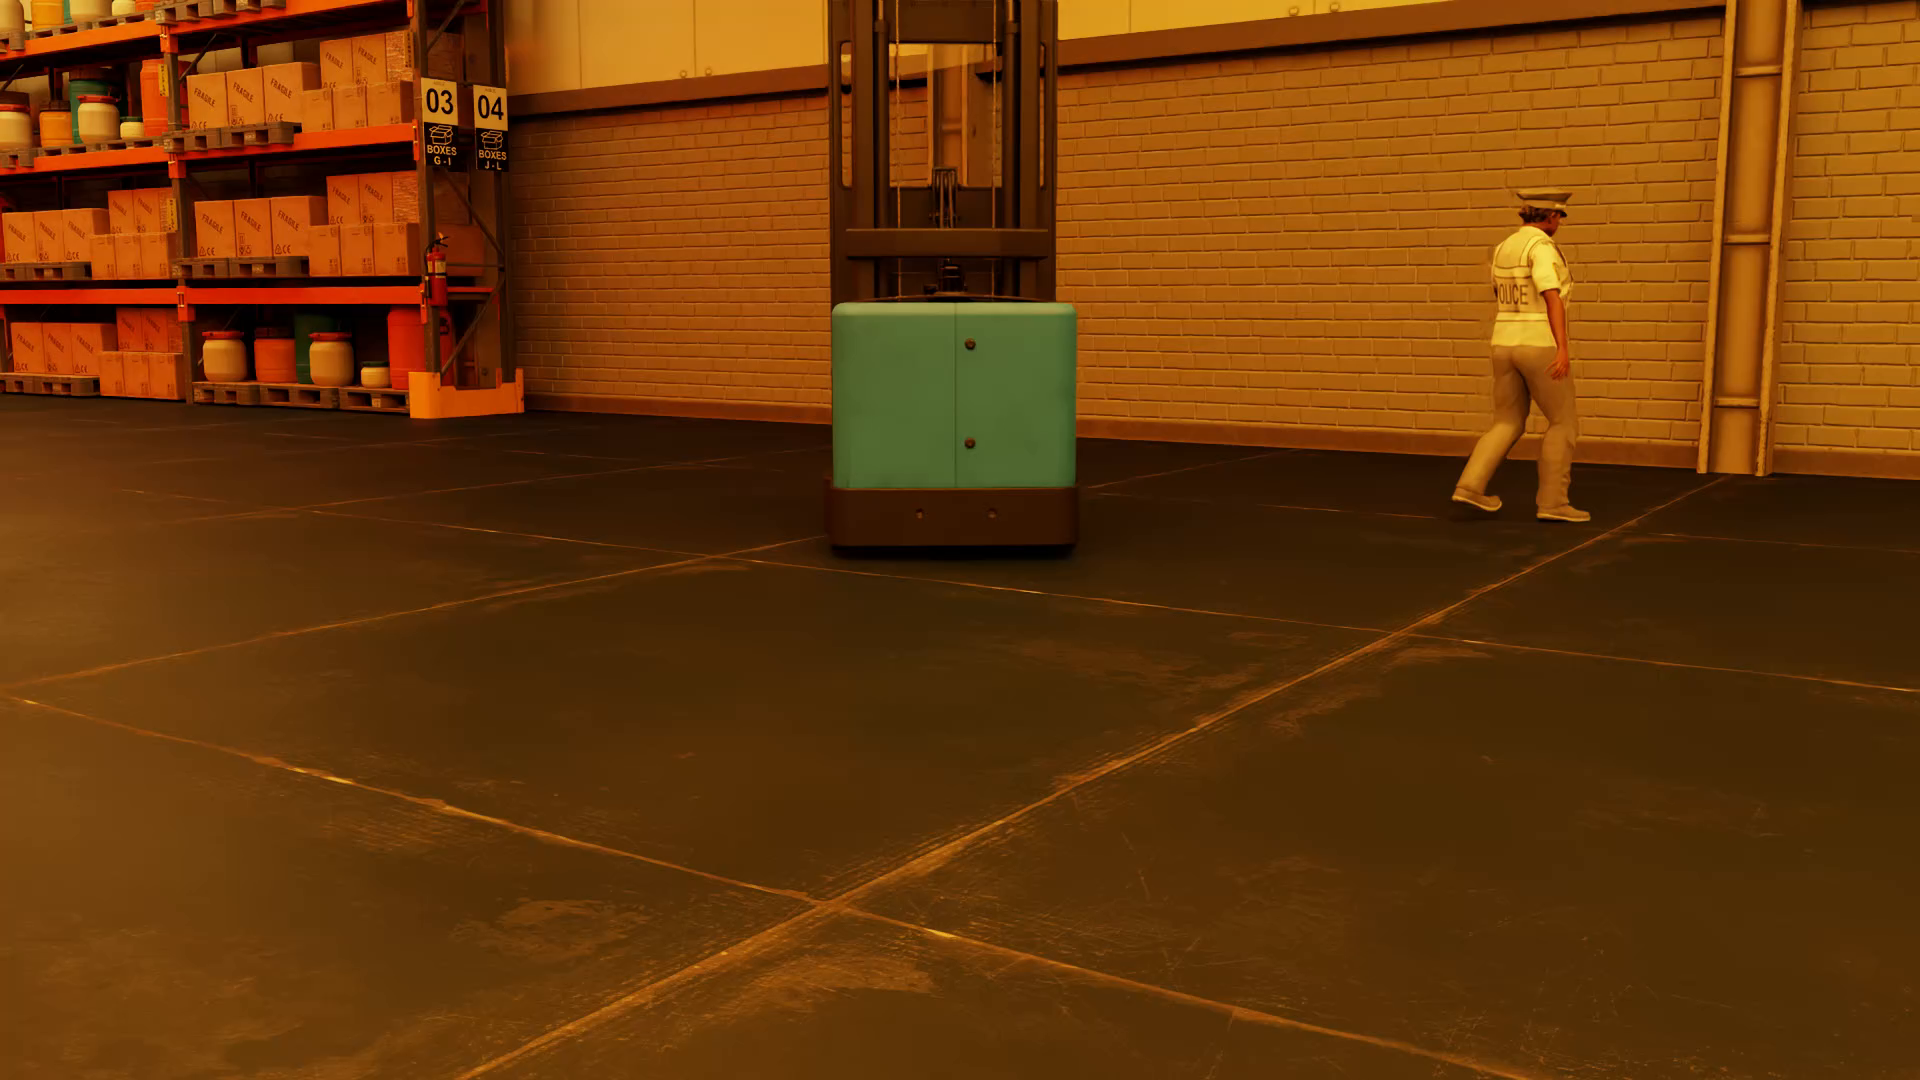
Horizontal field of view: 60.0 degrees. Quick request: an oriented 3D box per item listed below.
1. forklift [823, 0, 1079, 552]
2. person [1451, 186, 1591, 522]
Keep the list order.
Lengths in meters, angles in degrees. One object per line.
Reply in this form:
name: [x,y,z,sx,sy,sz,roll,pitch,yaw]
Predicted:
forklift: [-0.095,-1.569,8.226,1.130,2.935,3.031,0,8,-3]
person: [2.840,-0.903,8.184,0.710,1.645,0.850,-3,9,-18]
